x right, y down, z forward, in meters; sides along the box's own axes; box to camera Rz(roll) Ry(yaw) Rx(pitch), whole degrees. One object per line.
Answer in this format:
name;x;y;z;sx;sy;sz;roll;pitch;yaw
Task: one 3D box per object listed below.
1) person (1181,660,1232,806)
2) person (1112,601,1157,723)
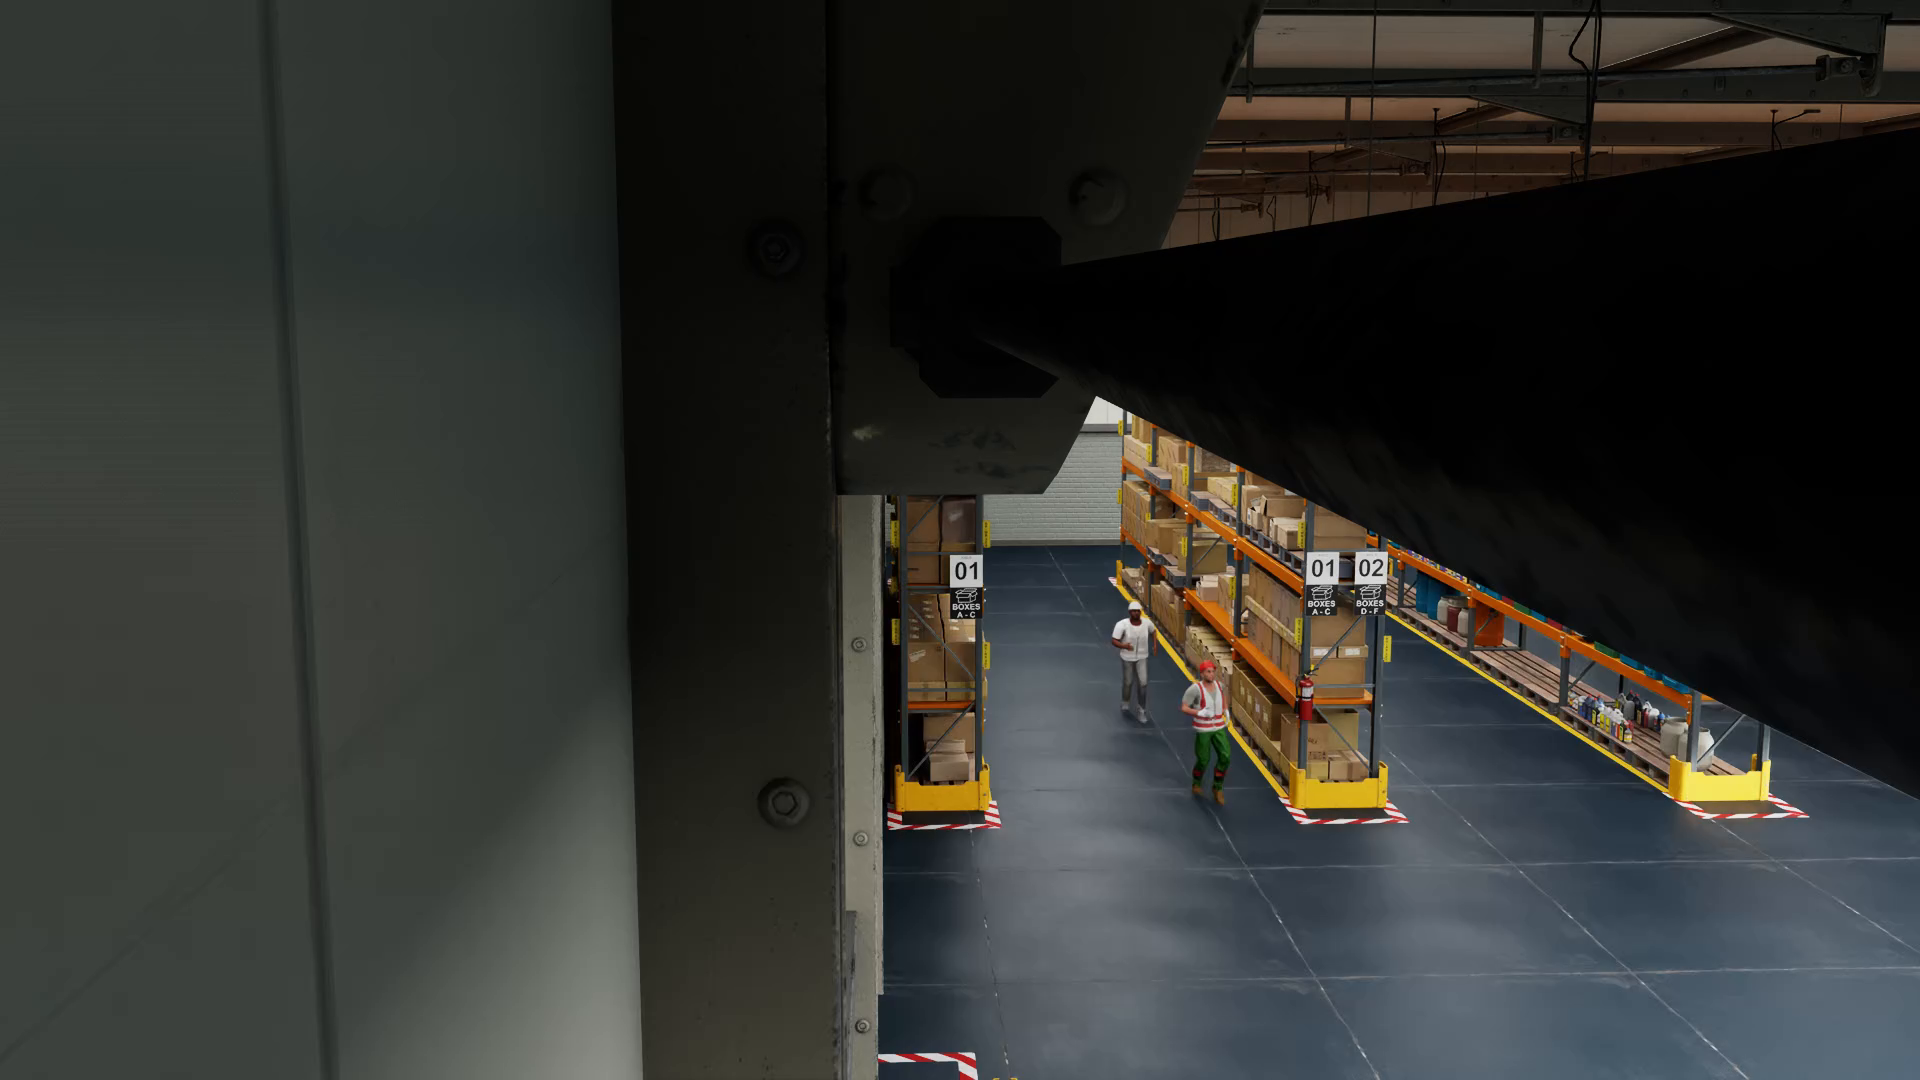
person;3.096;2.395;20.806;0.730;1.814;0.676;-3;9;-20
person;2.618;1.816;24.886;0.724;1.847;0.757;-1;8;-4
